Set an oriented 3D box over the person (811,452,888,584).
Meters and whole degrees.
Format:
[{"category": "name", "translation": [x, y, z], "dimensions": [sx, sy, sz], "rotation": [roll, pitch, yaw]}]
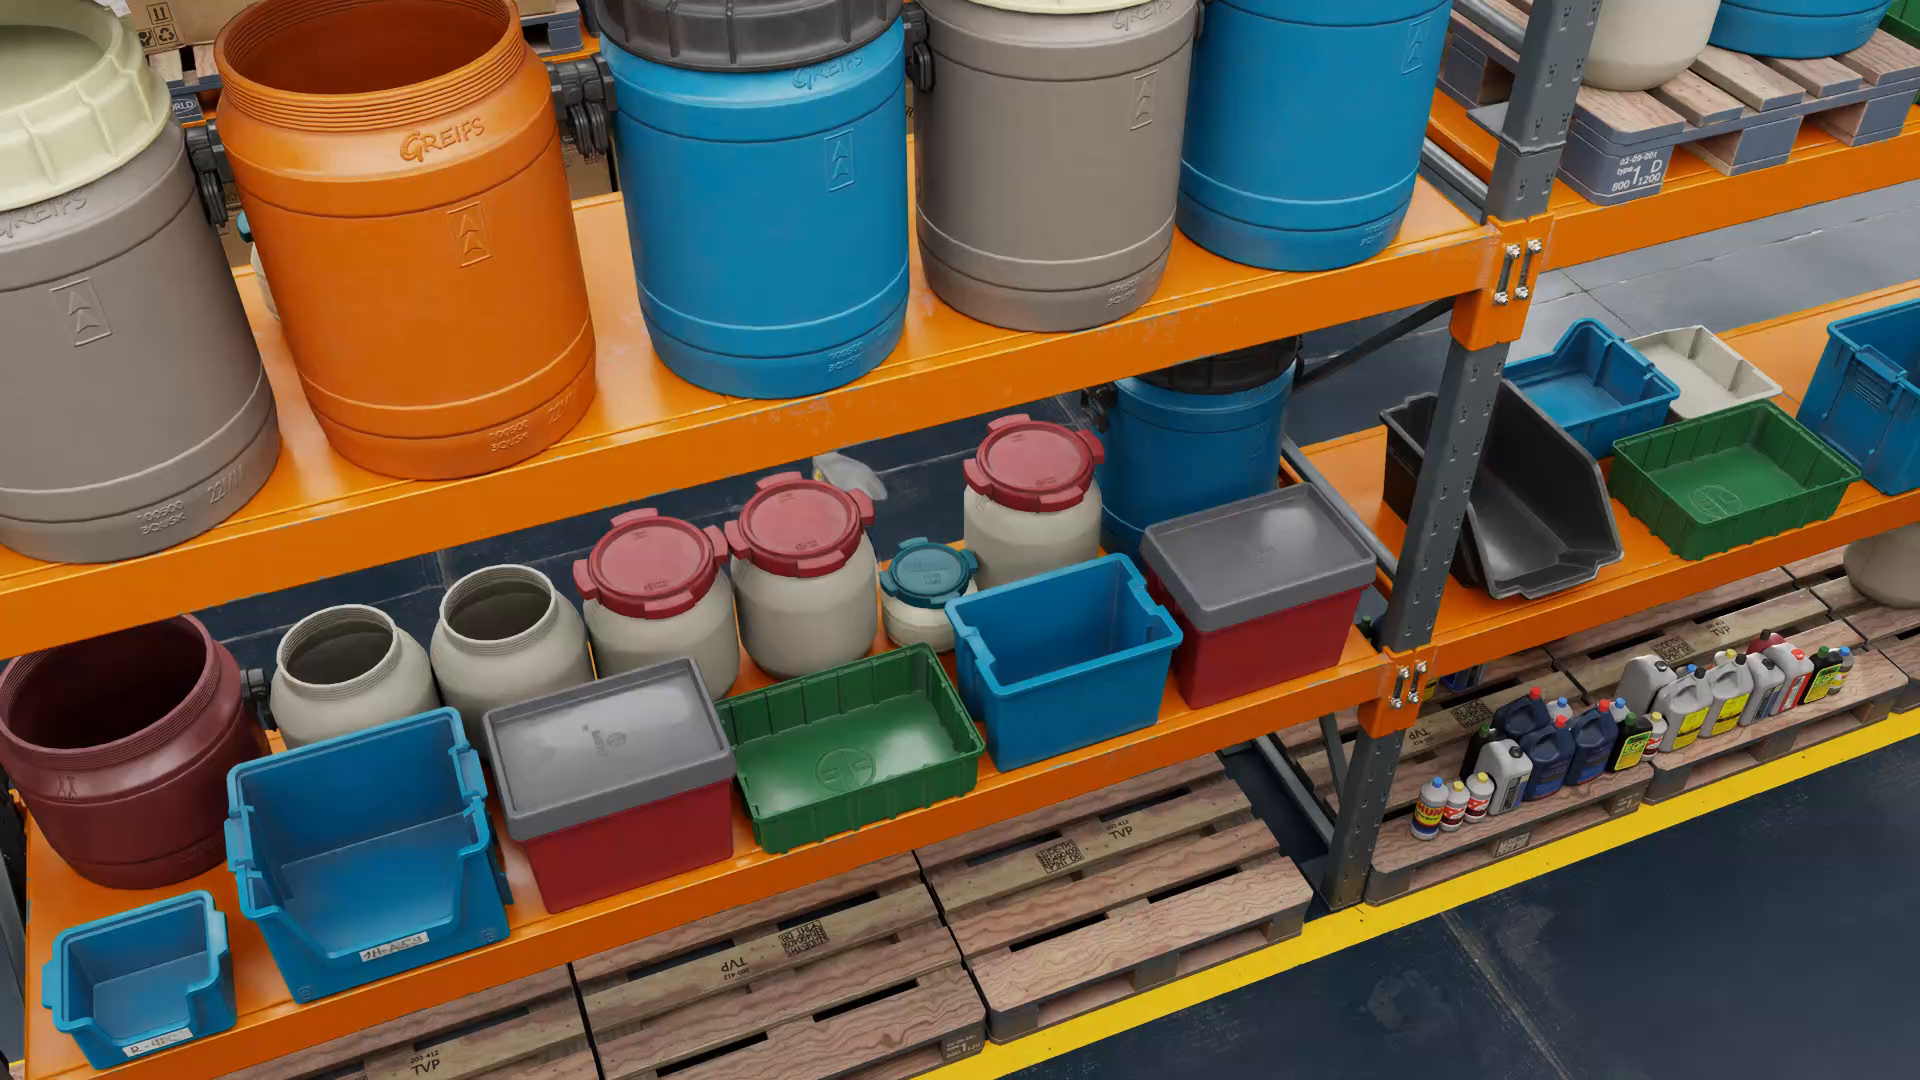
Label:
[{"category": "person", "translation": [-0.474, 0.406, 5.682], "dimensions": [0.486, 1.699, 0.510], "rotation": [-14, 44, -15]}]
